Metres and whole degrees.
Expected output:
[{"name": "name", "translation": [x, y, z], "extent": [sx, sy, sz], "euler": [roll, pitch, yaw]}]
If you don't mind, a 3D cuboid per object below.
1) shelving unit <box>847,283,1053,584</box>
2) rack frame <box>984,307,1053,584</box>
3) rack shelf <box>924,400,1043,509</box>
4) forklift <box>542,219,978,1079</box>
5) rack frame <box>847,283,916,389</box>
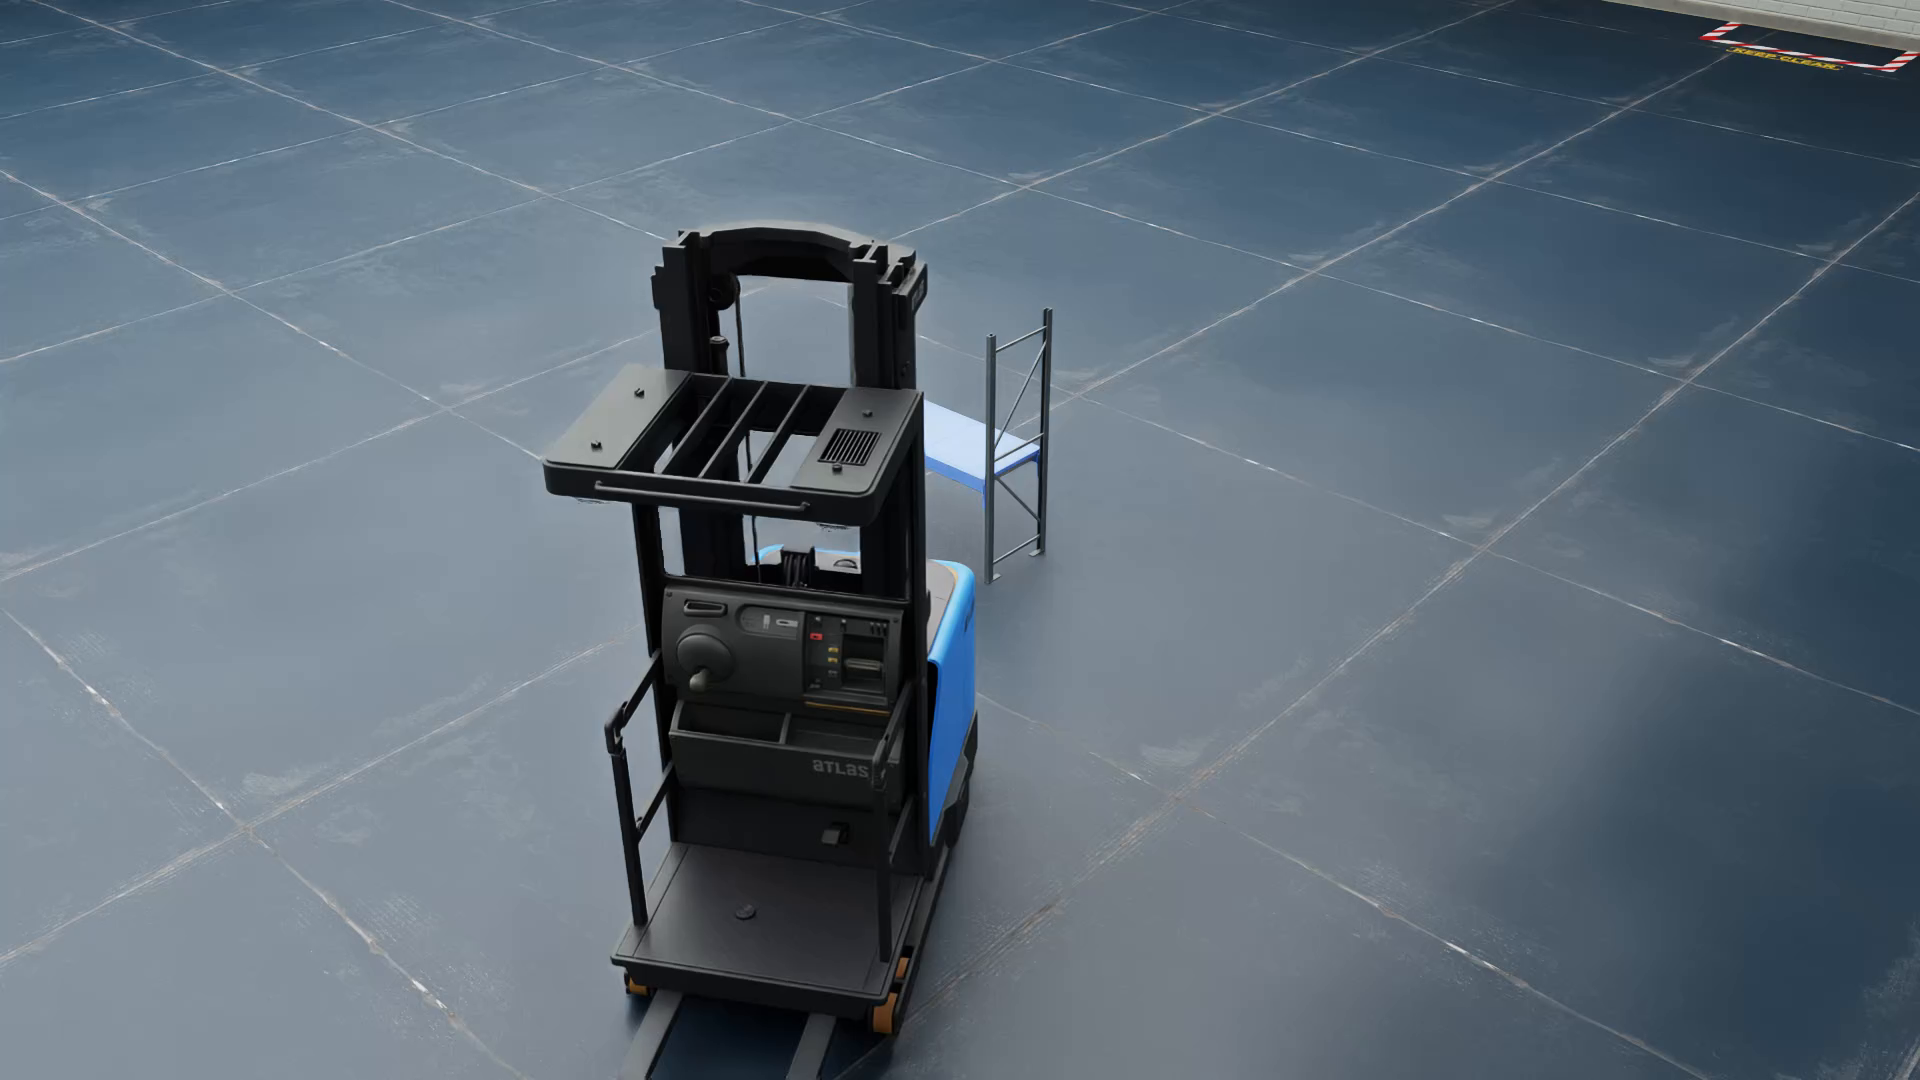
[{"name": "shelving unit", "translation": [-0.063, -0.672, 9.357], "extent": [1.048, 1.500, 0.538], "euler": [25, 39, 35]}, {"name": "rack frame", "translation": [0.314, -0.496, 9.064], "extent": [0.032, 1.500, 0.500], "euler": [25, 39, 35]}, {"name": "rack shelf", "translation": [-0.063, -0.518, 9.449], "extent": [1.000, 0.185, 0.538], "euler": [25, 39, 35]}, {"name": "forklift", "translation": [-0.715, 0.461, 6.086], "extent": [1.130, 2.935, 3.031], "euler": [6, 32, 10]}, {"name": "rack frame", "translation": [-0.440, -0.848, 9.649], "extent": [0.032, 1.500, 0.500], "euler": [25, 39, 35]}]
